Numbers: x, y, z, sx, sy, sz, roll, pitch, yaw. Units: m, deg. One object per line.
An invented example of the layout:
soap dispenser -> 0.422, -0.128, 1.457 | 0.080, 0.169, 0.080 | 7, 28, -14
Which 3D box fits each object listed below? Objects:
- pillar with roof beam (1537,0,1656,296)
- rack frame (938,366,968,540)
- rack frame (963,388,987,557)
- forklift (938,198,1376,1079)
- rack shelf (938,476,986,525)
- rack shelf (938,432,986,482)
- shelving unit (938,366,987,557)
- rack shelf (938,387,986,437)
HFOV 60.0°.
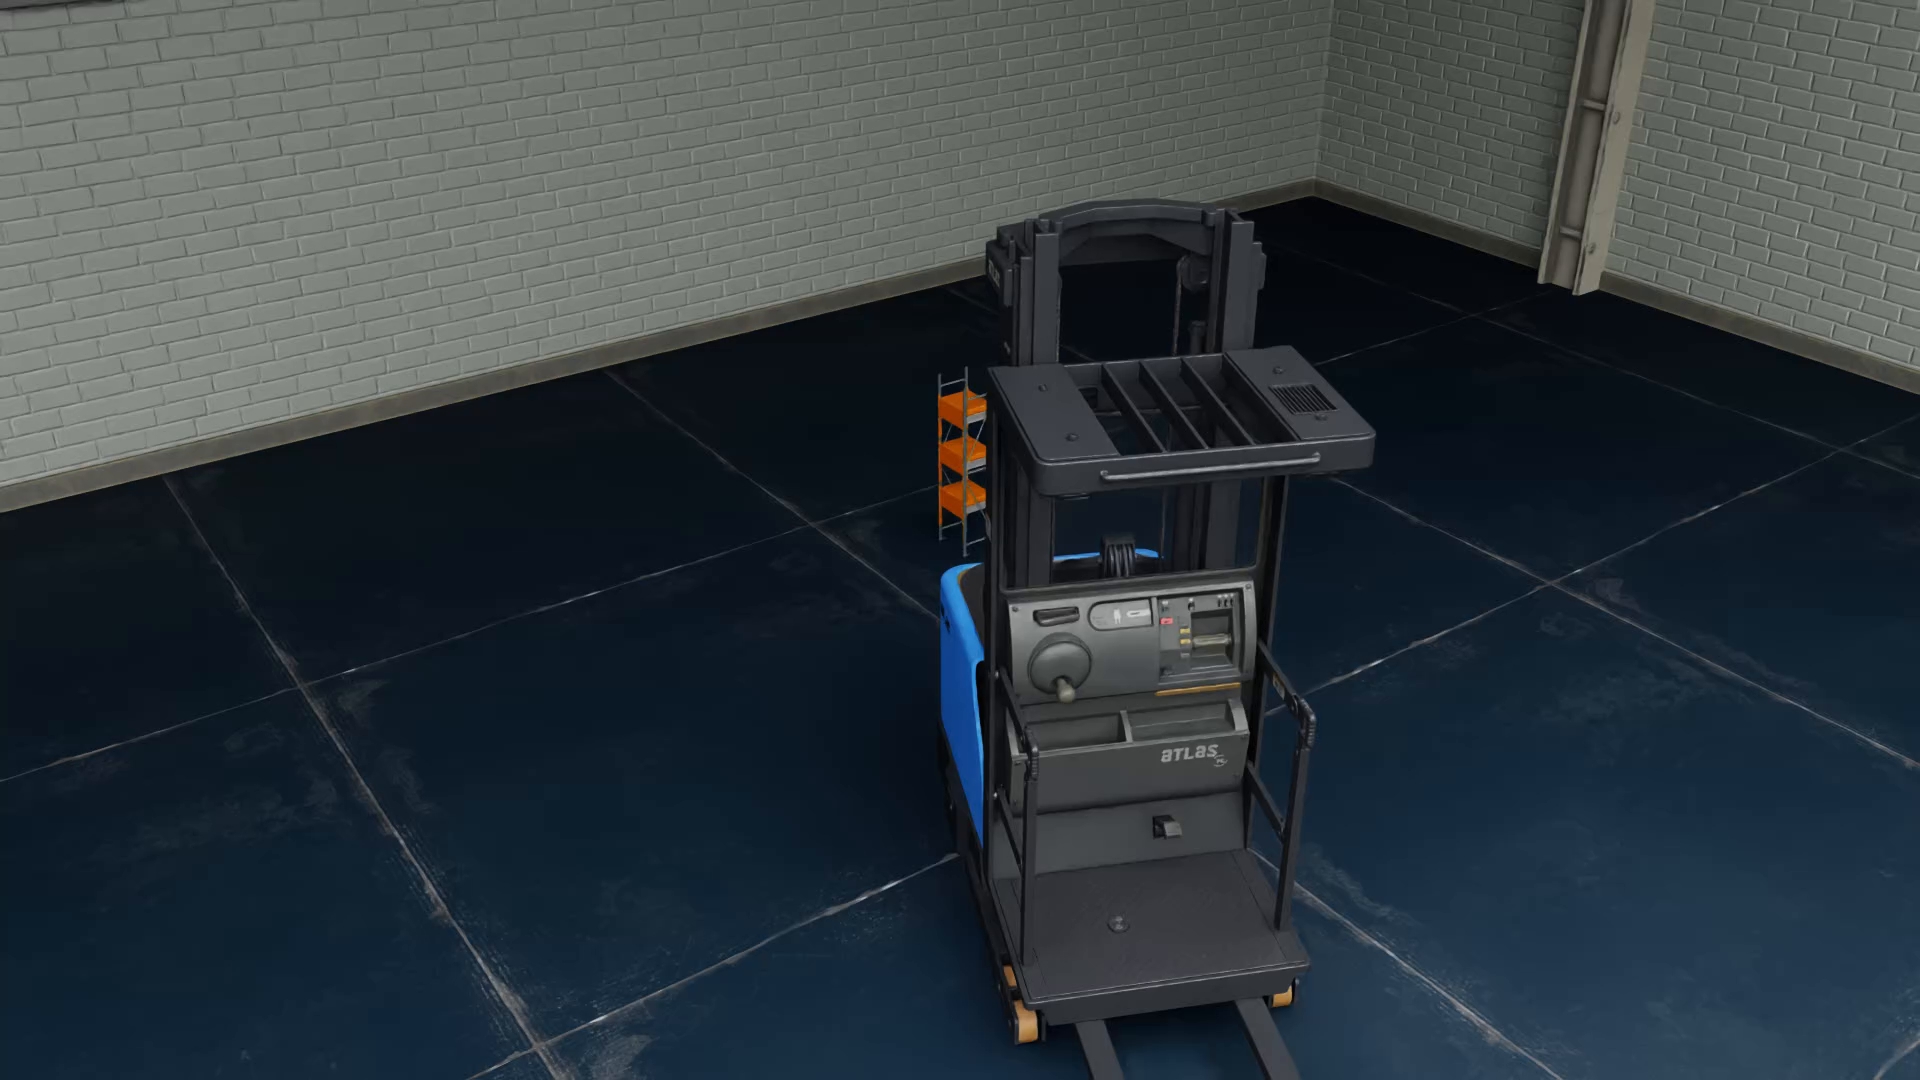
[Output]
pillar with roof beam -> 1.460, -4.842, 9.237 | 9.100, 9.000, 0.400 | -19, 34, -31
rack frame -> -0.040, -0.488, 9.548 | 0.200, 1.050, 0.008 | -19, 34, -31
rack frame -> 0.102, -0.393, 9.374 | 0.200, 1.050, 0.008 | -19, 34, -31
forklift -> 0.679, 0.414, 5.916 | 1.130, 2.935, 3.031 | -5, 29, -9
rack shelf -> 0.031, -0.187, 9.599 | 0.215, 0.259, 0.240 | -19, 34, -31
rack shelf -> 0.031, -0.431, 9.466 | 0.215, 0.259, 0.240 | -19, 34, -31
shelving unit -> 0.031, -0.441, 9.461 | 0.215, 1.050, 0.252 | -19, 34, -31
rack shelf -> 0.031, -0.681, 9.331 | 0.215, 0.259, 0.240 | -19, 34, -31
